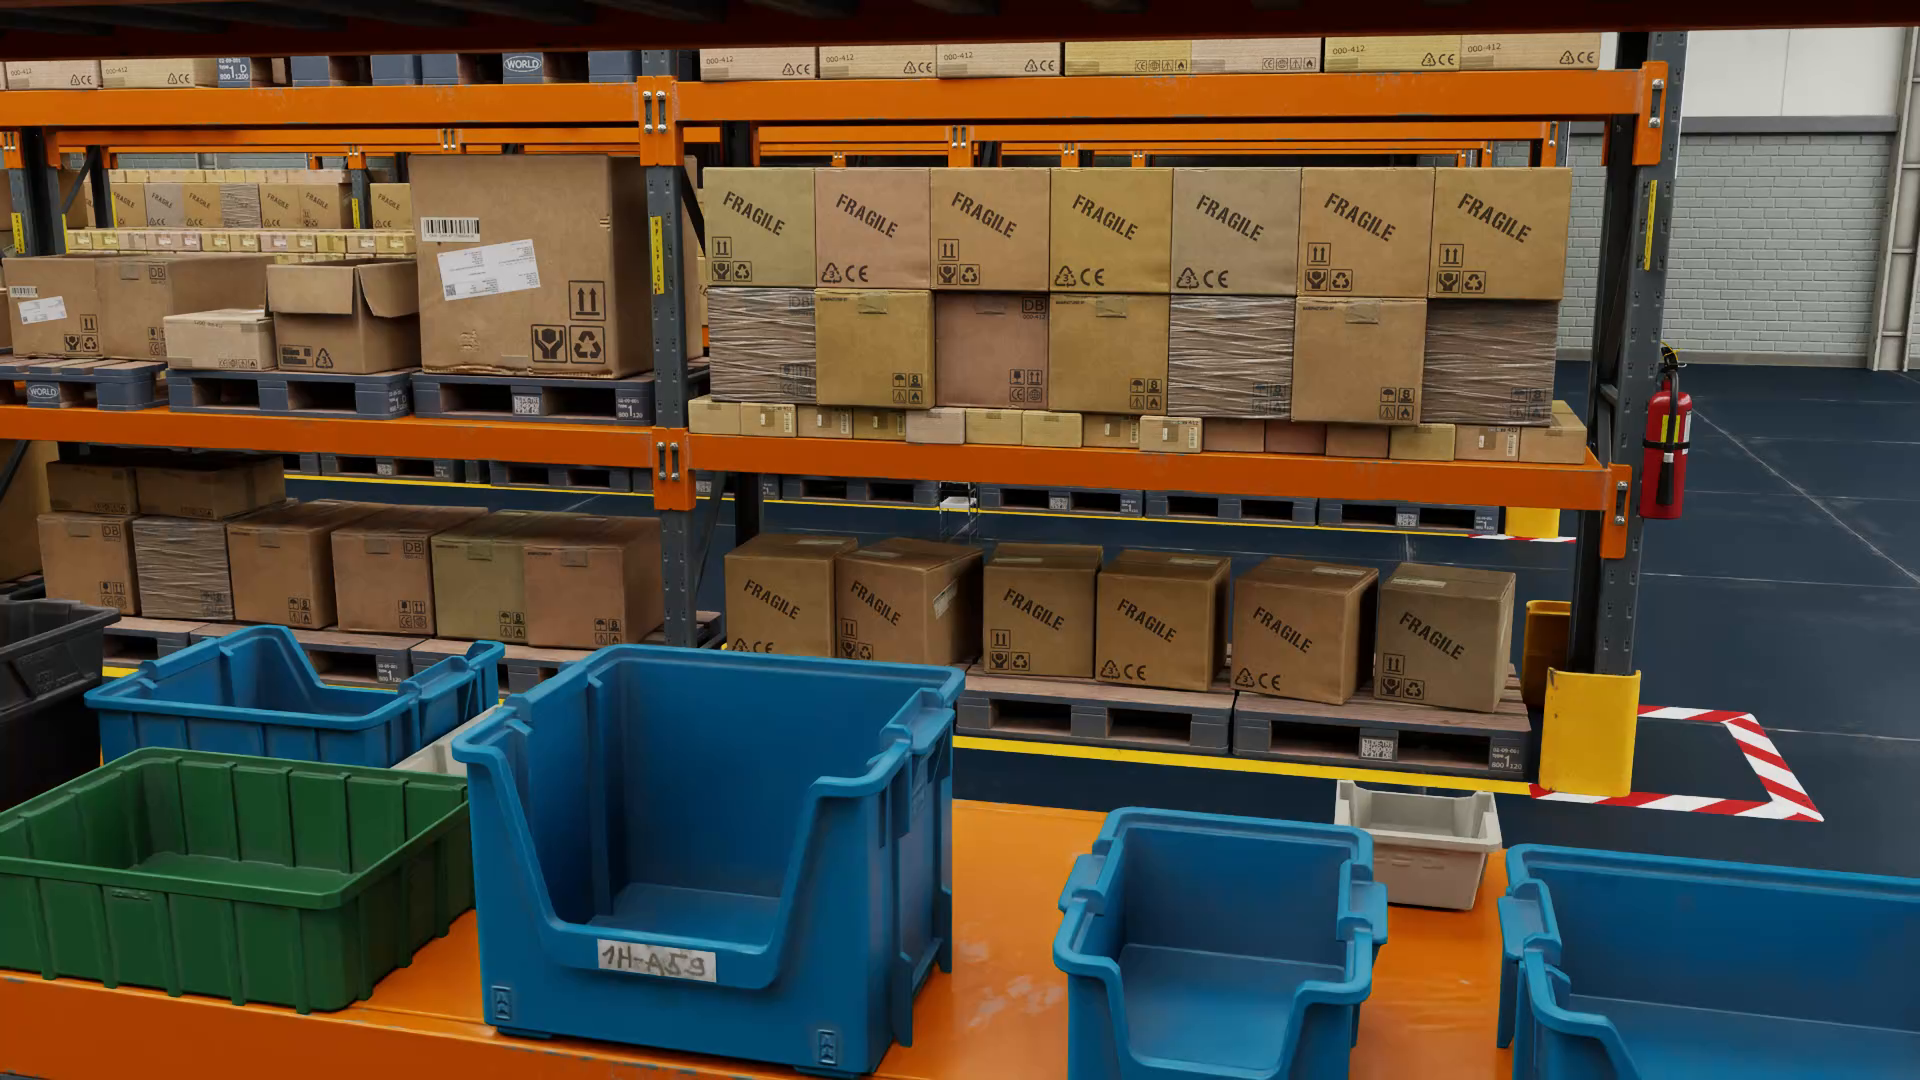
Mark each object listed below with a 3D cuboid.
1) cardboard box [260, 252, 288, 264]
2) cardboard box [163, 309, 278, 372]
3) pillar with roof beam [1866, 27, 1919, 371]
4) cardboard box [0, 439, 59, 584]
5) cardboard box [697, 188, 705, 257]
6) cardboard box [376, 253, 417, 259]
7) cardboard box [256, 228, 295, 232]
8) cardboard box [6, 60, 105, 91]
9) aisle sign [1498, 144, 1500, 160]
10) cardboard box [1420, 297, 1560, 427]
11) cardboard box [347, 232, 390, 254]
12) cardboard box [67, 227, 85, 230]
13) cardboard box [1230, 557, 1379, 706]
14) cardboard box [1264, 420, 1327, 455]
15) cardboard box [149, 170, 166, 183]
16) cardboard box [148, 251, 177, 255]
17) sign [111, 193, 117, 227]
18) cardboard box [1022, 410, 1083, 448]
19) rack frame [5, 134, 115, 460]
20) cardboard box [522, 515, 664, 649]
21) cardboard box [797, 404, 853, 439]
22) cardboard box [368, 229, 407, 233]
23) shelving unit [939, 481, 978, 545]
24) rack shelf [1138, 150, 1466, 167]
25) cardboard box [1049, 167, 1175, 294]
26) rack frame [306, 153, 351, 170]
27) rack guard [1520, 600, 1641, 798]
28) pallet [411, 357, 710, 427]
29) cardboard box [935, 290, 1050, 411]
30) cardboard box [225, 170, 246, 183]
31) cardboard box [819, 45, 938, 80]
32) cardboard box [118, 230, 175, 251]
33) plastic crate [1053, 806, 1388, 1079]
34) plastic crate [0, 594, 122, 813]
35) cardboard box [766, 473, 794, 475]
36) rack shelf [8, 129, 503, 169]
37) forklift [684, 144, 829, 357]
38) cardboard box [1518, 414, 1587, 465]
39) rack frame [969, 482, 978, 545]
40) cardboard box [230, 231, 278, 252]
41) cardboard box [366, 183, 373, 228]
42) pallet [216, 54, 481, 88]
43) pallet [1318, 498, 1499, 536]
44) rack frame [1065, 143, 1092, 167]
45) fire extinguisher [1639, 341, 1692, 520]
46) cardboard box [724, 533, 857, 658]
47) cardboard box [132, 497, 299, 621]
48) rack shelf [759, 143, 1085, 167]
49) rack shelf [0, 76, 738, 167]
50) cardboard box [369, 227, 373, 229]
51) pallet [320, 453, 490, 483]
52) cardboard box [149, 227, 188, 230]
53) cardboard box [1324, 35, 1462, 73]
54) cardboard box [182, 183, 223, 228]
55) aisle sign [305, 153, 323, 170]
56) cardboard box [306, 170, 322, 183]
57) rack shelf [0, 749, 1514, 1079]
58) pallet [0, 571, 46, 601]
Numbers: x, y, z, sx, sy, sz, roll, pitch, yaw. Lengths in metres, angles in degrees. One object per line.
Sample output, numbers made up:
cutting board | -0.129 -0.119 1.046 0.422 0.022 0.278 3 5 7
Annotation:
cardboard box | -5.354 -2.228 13.275 0.250 0.149 0.380 3 13 13
cardboard box | -3.480 -0.976 8.085 0.500 0.250 0.500 3 13 12
pillar with roof beam | 10.608 -5.630 15.835 0.400 9.000 9.100 3 13 14
cardboard box | -5.718 -0.188 9.090 0.875 0.875 1.225 2 13 11
cardboard box | -1.846 -2.450 12.814 0.500 0.500 0.700 3 13 13
cardboard box | -4.355 -2.175 13.035 0.250 0.149 0.380 3 13 15
cardboard box | -5.686 -2.537 13.979 0.250 0.149 0.380 3 13 13
cardboard box | -4.159 -2.266 7.944 0.500 0.250 0.500 3 13 15
aisle sign | 5.079 -3.853 15.675 0.004 0.787 0.394 3 13 14
cardboard box | 2.187 -0.793 6.965 0.500 0.500 0.875 3 13 14
cardboard box | -4.595 -2.333 13.060 0.250 0.149 0.380 3 13 13
cardboard box | -8.070 -2.498 14.649 0.500 0.500 0.500 3 13 13
cardboard box | 1.524 0.391 7.347 0.500 0.500 0.500 7 14 28
cardboard box | 1.419 -0.466 6.991 0.250 0.149 0.380 3 13 14
cardboard box | -9.143 -4.207 19.234 0.250 0.149 0.380 3 13 14
cardboard box | -6.360 -2.282 13.519 0.250 0.149 0.380 4 13 16
sign | -7.520 -2.907 14.739 0.005 0.325 0.100 3 13 14
cardboard box | 0.427 -0.500 7.142 0.250 0.149 0.380 3 13 14
rack frame | -7.650 -2.225 14.337 0.127 3.000 1.000 3 13 14
cardboard box | -1.760 0.197 8.176 0.500 0.500 0.700 2 13 9
cardboard box | -0.543 -0.552 7.377 0.250 0.149 0.380 3 13 14
cardboard box | -4.667 -2.482 13.733 0.250 0.149 0.380 3 13 13
shelving unit | -0.008 -0.440 11.138 0.210 0.900 0.258 3 13 14
rack shelf | 4.333 -4.909 21.172 4.000 0.370 1.077 3 13 14
cardboard box | 0.666 -1.302 6.952 0.500 0.500 0.500 3 13 14
rack frame | -9.260 -4.523 24.694 0.127 3.000 1.000 3 13 14
rack guard | 2.641 0.652 7.141 0.348 0.500 1.175 3 13 14
pallet | -1.876 -0.749 8.126 1.213 0.211 1.003 3 13 14
cardboard box | 0.240 -0.892 7.410 0.500 0.500 0.875 3 13 14
cardboard box | -8.163 -4.154 18.993 0.250 0.149 0.380 3 13 12
cardboard box | -0.279 -2.060 7.013 0.500 0.250 0.500 3 13 13
cardboard box | -6.615 -2.440 13.544 0.250 0.149 0.380 3 13 13
plastic crate | 0.341 0.552 2.165 0.408 0.251 0.499 3 13 14
plastic crate | -1.878 0.354 2.858 0.504 0.338 0.767 3 13 14
cardboard box | -1.442 -0.981 12.953 0.750 0.750 1.050 3 13 14
rack shelf | -5.708 -3.234 13.623 4.000 0.370 1.077 3 13 14
forklift | -1.748 -2.343 15.026 3.031 2.935 1.130 2 13 11
cardboard box | 2.388 -0.413 6.751 0.250 0.149 0.380 3 13 14
rack frame | 0.091 -0.434 11.114 0.006 0.900 0.240 3 13 14
cardboard box | -5.607 -2.387 13.304 0.250 0.149 0.380 4 13 16
cardboard box | -6.966 -3.884 19.275 0.500 0.500 0.500 3 13 14
pallet | -2.751 -2.252 7.969 1.003 0.211 1.213 3 13 14
pallet | 3.206 -0.266 11.945 1.213 0.211 1.003 3 13 14
rack frame | 1.205 -2.856 17.182 0.127 3.000 1.000 3 13 14
fire extinguisher | 2.715 -0.424 6.398 0.183 0.674 0.296 3 13 14
cardboard box | -0.790 0.272 7.882 0.500 0.500 0.500 3 13 12
cardboard box | -3.856 0.083 8.692 0.500 0.500 0.700 2 13 9
rack shelf | -0.736 -4.073 17.402 4.000 0.370 1.077 3 13 14
rack shelf | -3.111 -1.989 8.009 4.000 0.370 1.077 3 13 14
cardboard box | -6.955 -3.399 19.400 0.500 0.500 0.500 4 13 15
pallet | -4.524 -0.697 13.888 1.213 0.211 1.003 3 13 14
cardboard box | -6.702 -2.590 14.221 0.250 0.149 0.380 3 13 12
cardboard box | 1.700 -1.953 6.530 0.500 0.250 0.500 3 13 14
cardboard box | -8.558 -3.855 19.144 0.500 0.500 0.500 3 13 14
aisle sign | -9.396 -5.734 24.150 0.004 0.787 0.394 3 13 14
cardboard box | -7.167 -4.110 18.798 0.250 0.149 0.380 3 13 15
rack shelf | -0.414 0.655 2.689 3.687 0.071 0.831 3 13 14
pallet | -5.800 0.325 9.282 1.213 0.211 1.003 3 13 14
